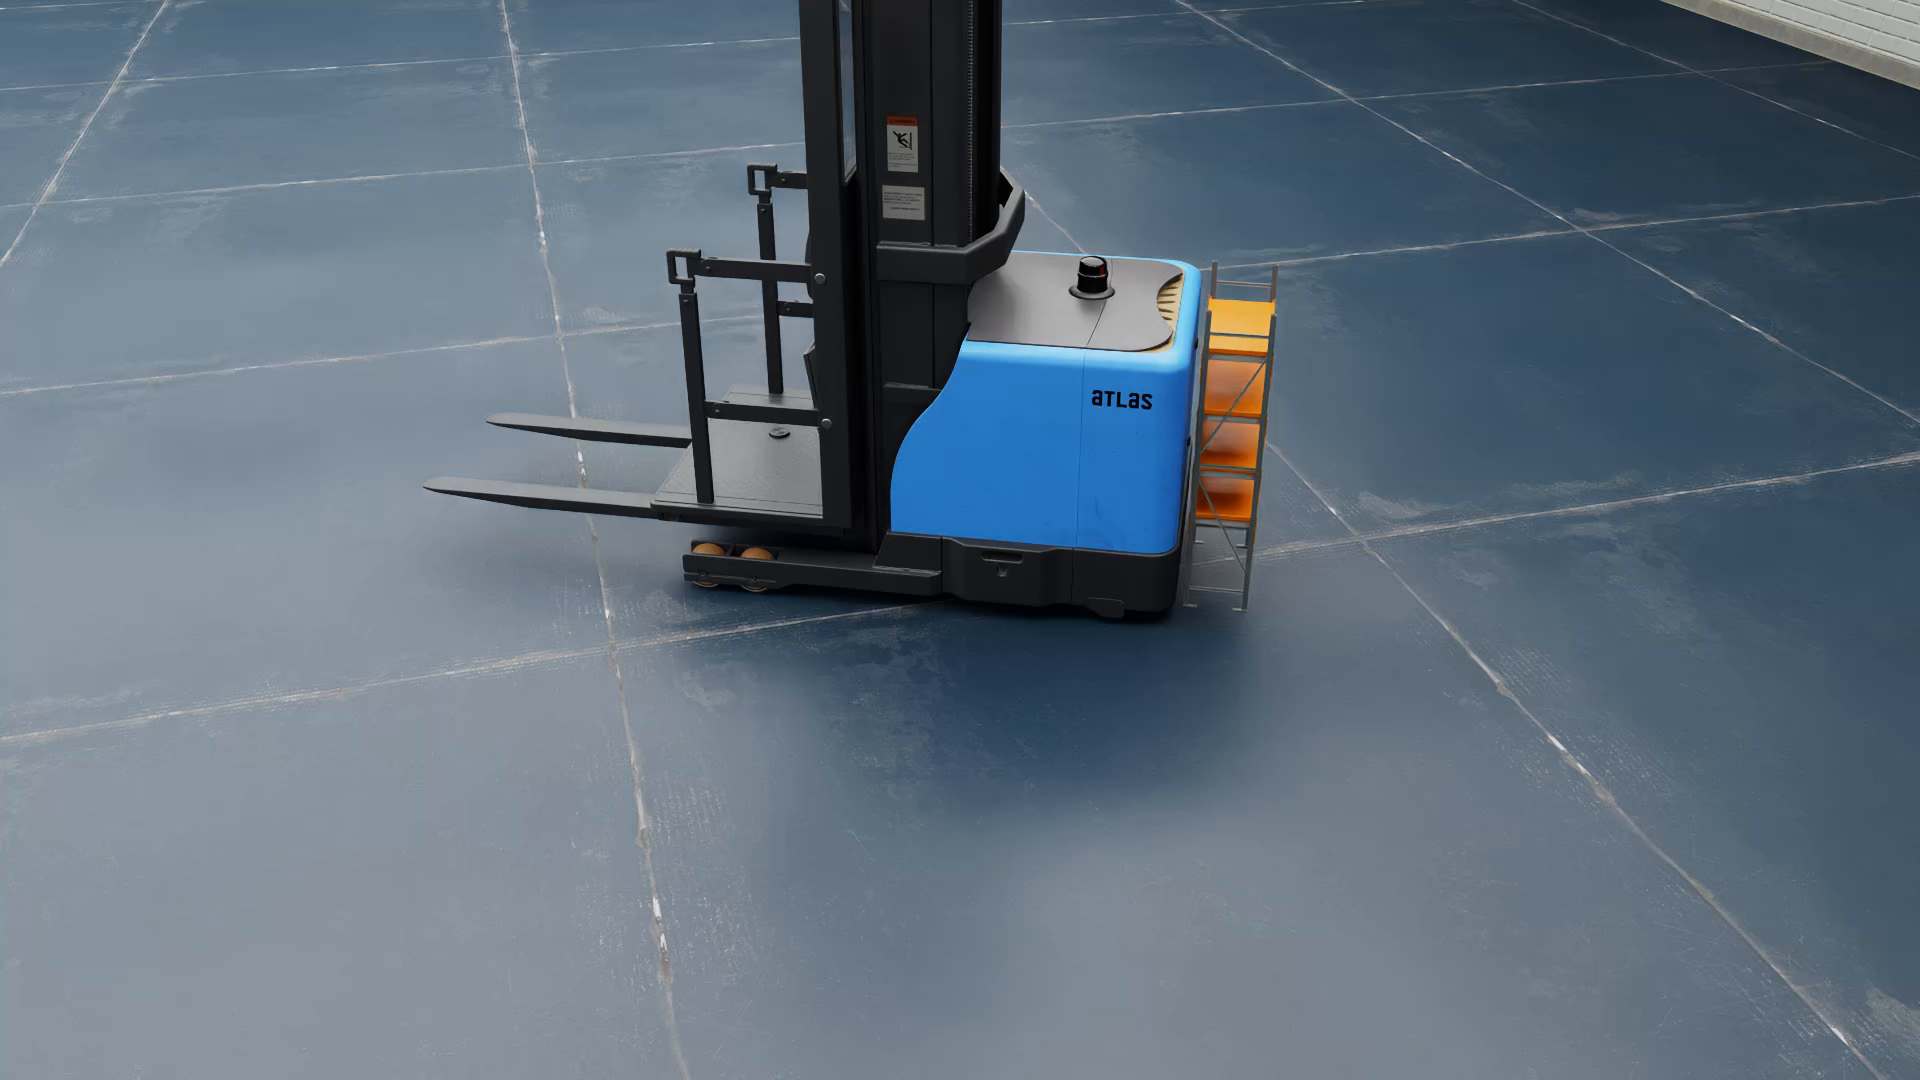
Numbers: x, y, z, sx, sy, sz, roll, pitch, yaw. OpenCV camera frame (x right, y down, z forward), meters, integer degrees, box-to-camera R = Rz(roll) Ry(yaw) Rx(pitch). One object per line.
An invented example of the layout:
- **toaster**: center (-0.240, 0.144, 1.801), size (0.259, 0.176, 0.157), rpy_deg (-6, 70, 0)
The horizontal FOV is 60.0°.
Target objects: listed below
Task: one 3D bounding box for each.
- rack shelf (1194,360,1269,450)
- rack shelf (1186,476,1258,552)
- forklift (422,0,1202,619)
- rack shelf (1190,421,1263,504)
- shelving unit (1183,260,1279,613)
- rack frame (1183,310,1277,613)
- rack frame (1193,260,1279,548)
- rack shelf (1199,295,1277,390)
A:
- **rack shelf**: center (1.007, -0.515, 6.129), size (0.258, 0.148, 0.480), rpy_deg (5, 30, 9)
- **rack shelf**: center (1.007, -0.149, 6.341), size (0.258, 0.148, 0.480), rpy_deg (5, 30, 9)
- **forklift**: center (-0.613, -1.323, 6.110), size (3.031, 2.935, 1.130), rpy_deg (5, 30, 9)
- **rack shelf**: center (1.007, -0.321, 6.241), size (0.258, 0.148, 0.480), rpy_deg (5, 30, 9)
- **shelving unit**: center (1.007, -0.379, 6.208), size (0.258, 1.200, 0.503), rpy_deg (5, 30, 9)
- **rack frame**: center (0.965, -0.259, 6.000), size (0.240, 1.200, 0.015), rpy_deg (5, 30, 9)
- **rack frame**: center (1.050, -0.500, 6.416), size (0.240, 1.200, 0.015), rpy_deg (5, 30, 9)
- **rack shelf**: center (1.007, -0.720, 6.011), size (0.258, 0.148, 0.480), rpy_deg (5, 30, 9)
